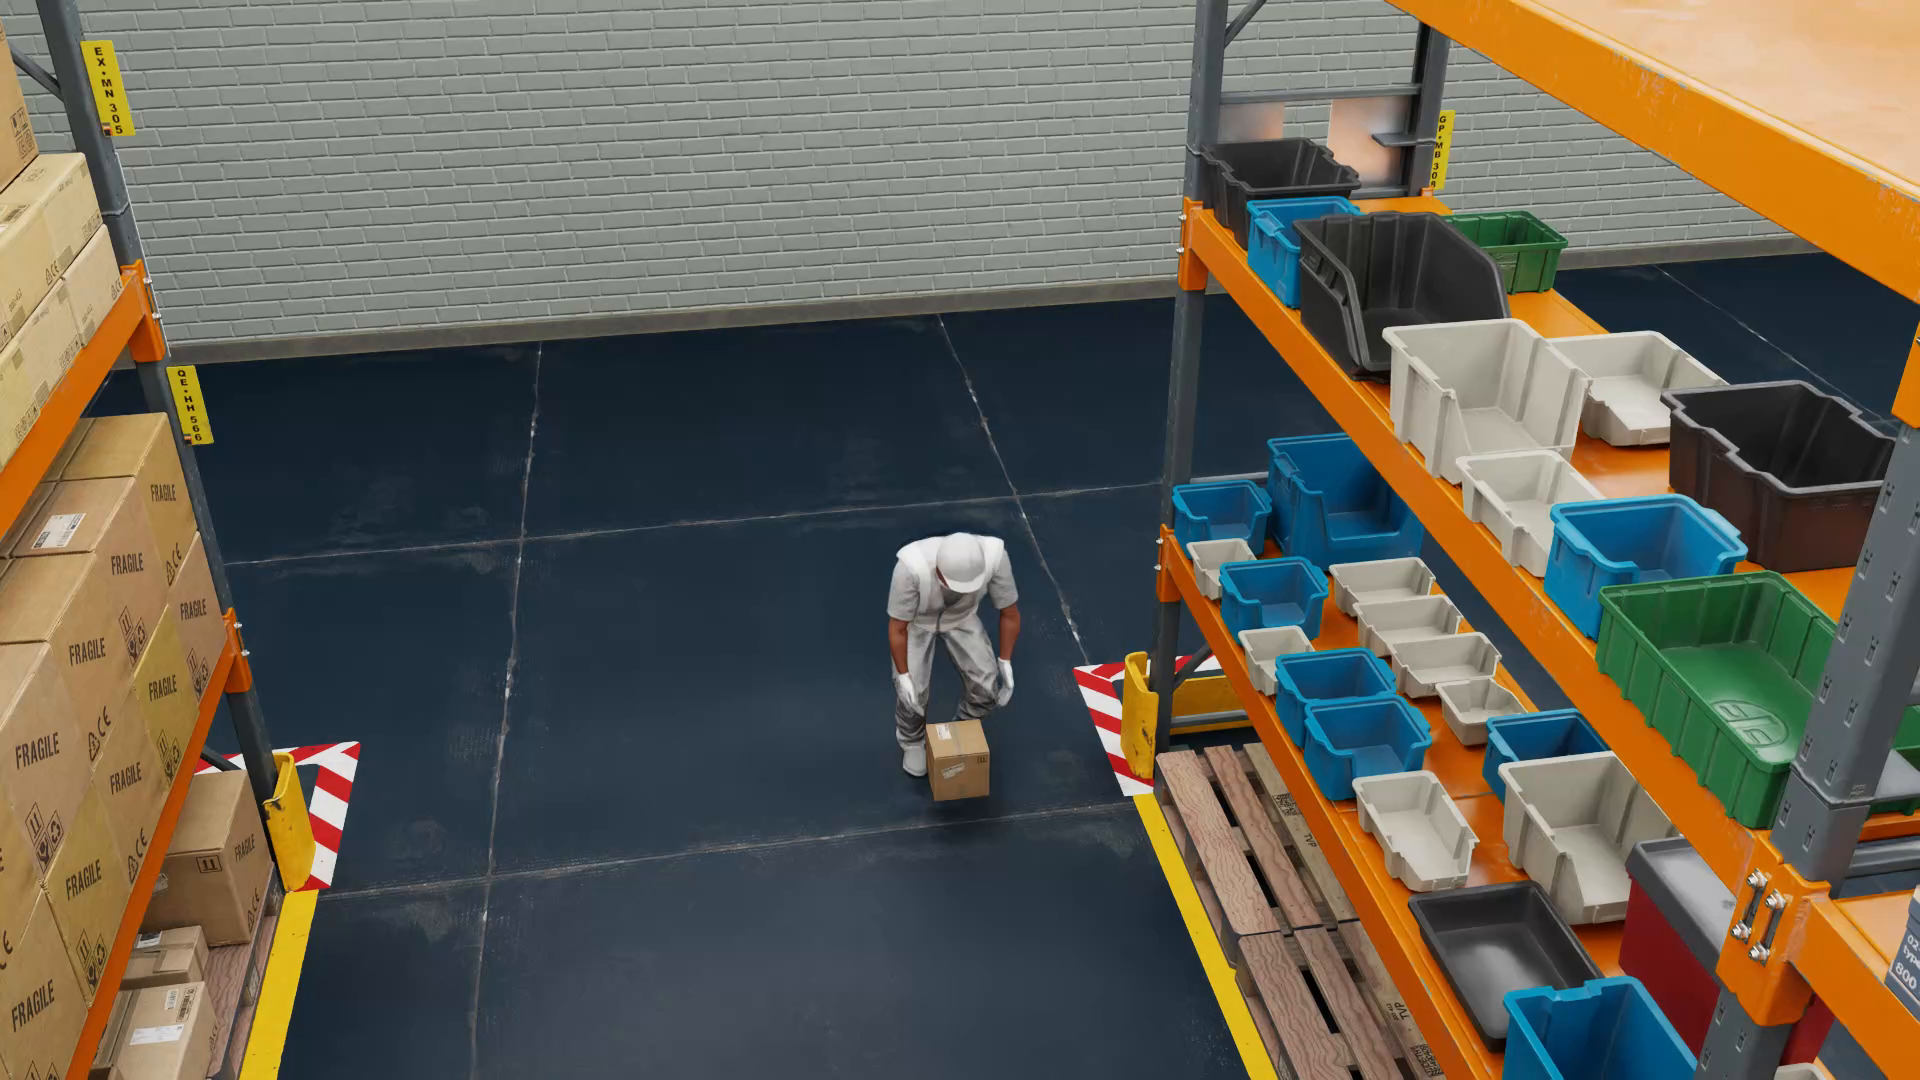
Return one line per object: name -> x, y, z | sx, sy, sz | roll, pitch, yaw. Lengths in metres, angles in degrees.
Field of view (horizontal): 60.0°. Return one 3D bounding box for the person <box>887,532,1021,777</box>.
person -> -0.044, 0.455, 7.712 | 0.613, 1.412, 0.772 | -5, 31, -9
